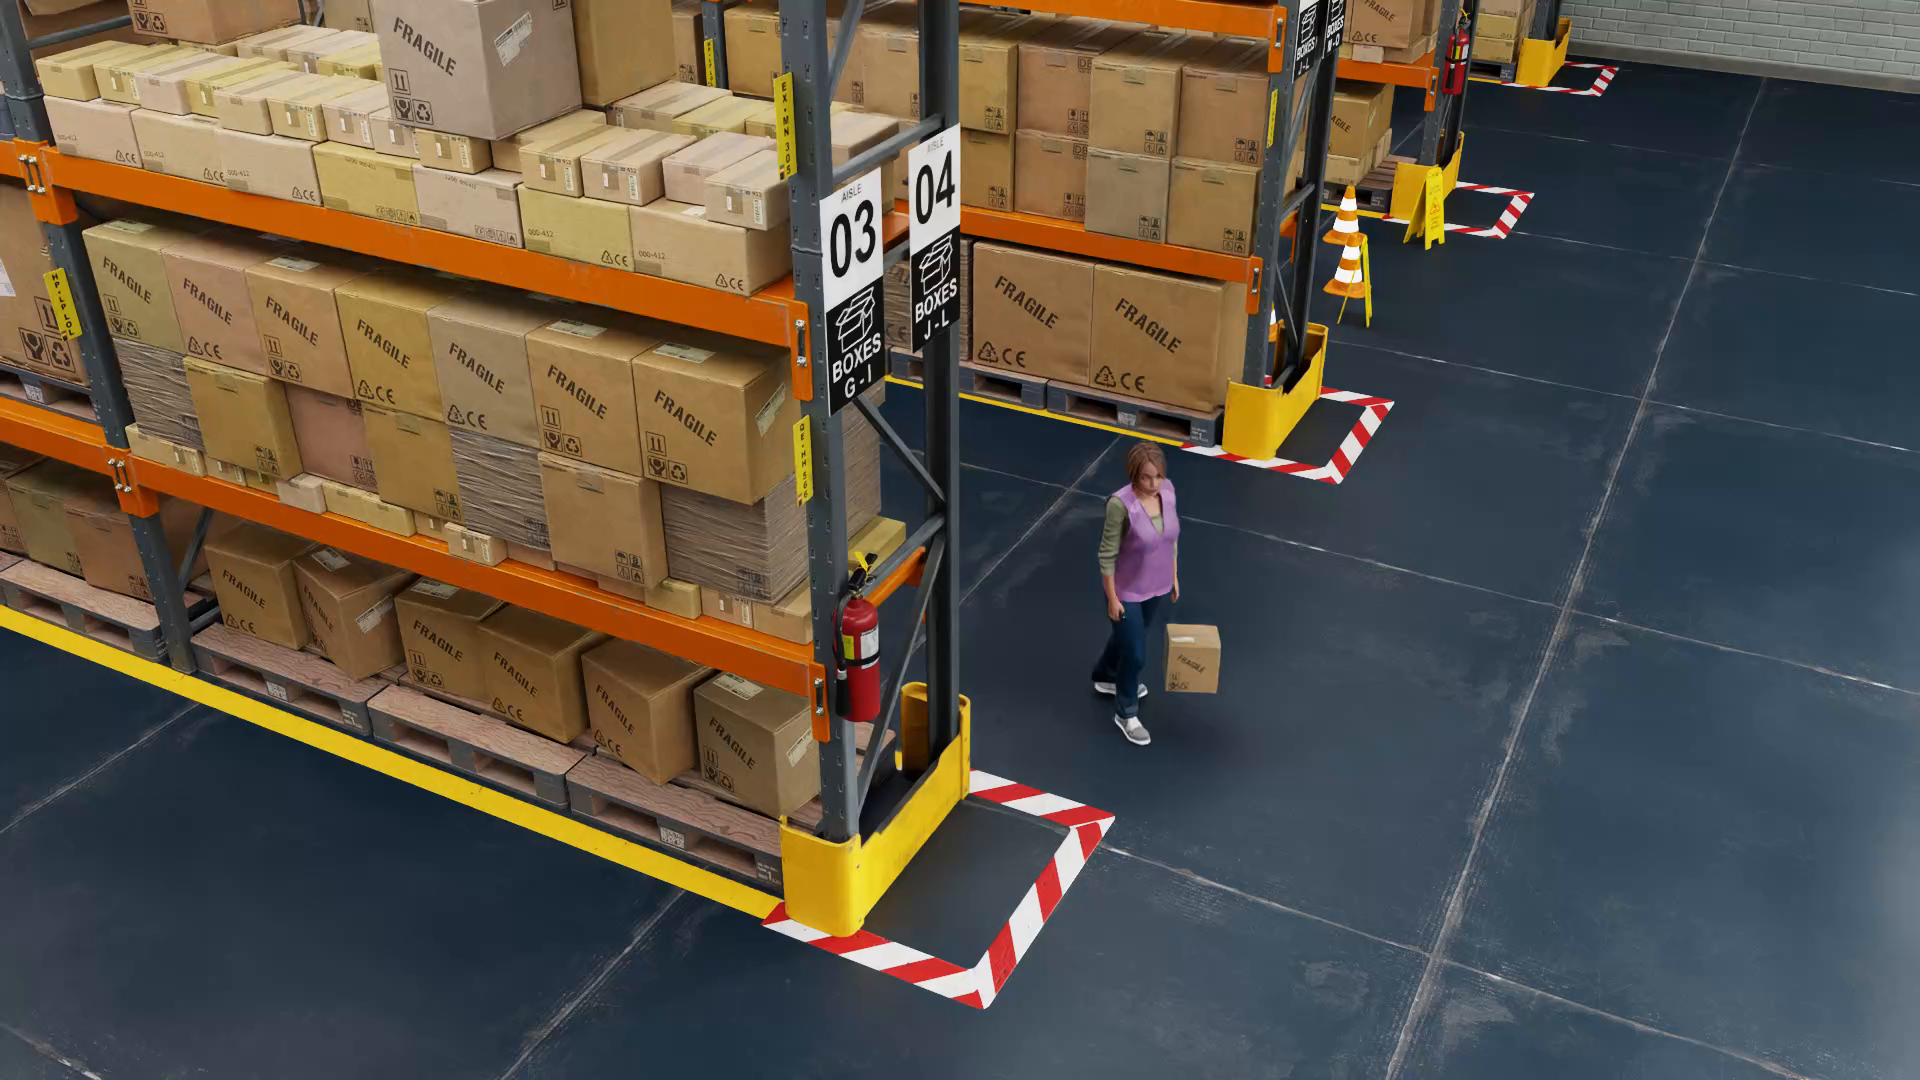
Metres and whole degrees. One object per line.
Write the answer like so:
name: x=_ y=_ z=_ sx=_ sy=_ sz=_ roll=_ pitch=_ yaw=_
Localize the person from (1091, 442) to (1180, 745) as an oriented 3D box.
person: x=0.810 y=0.208 z=7.939 sx=0.442 sy=1.586 sz=0.521 roll=-21 pitch=36 yaw=-31
